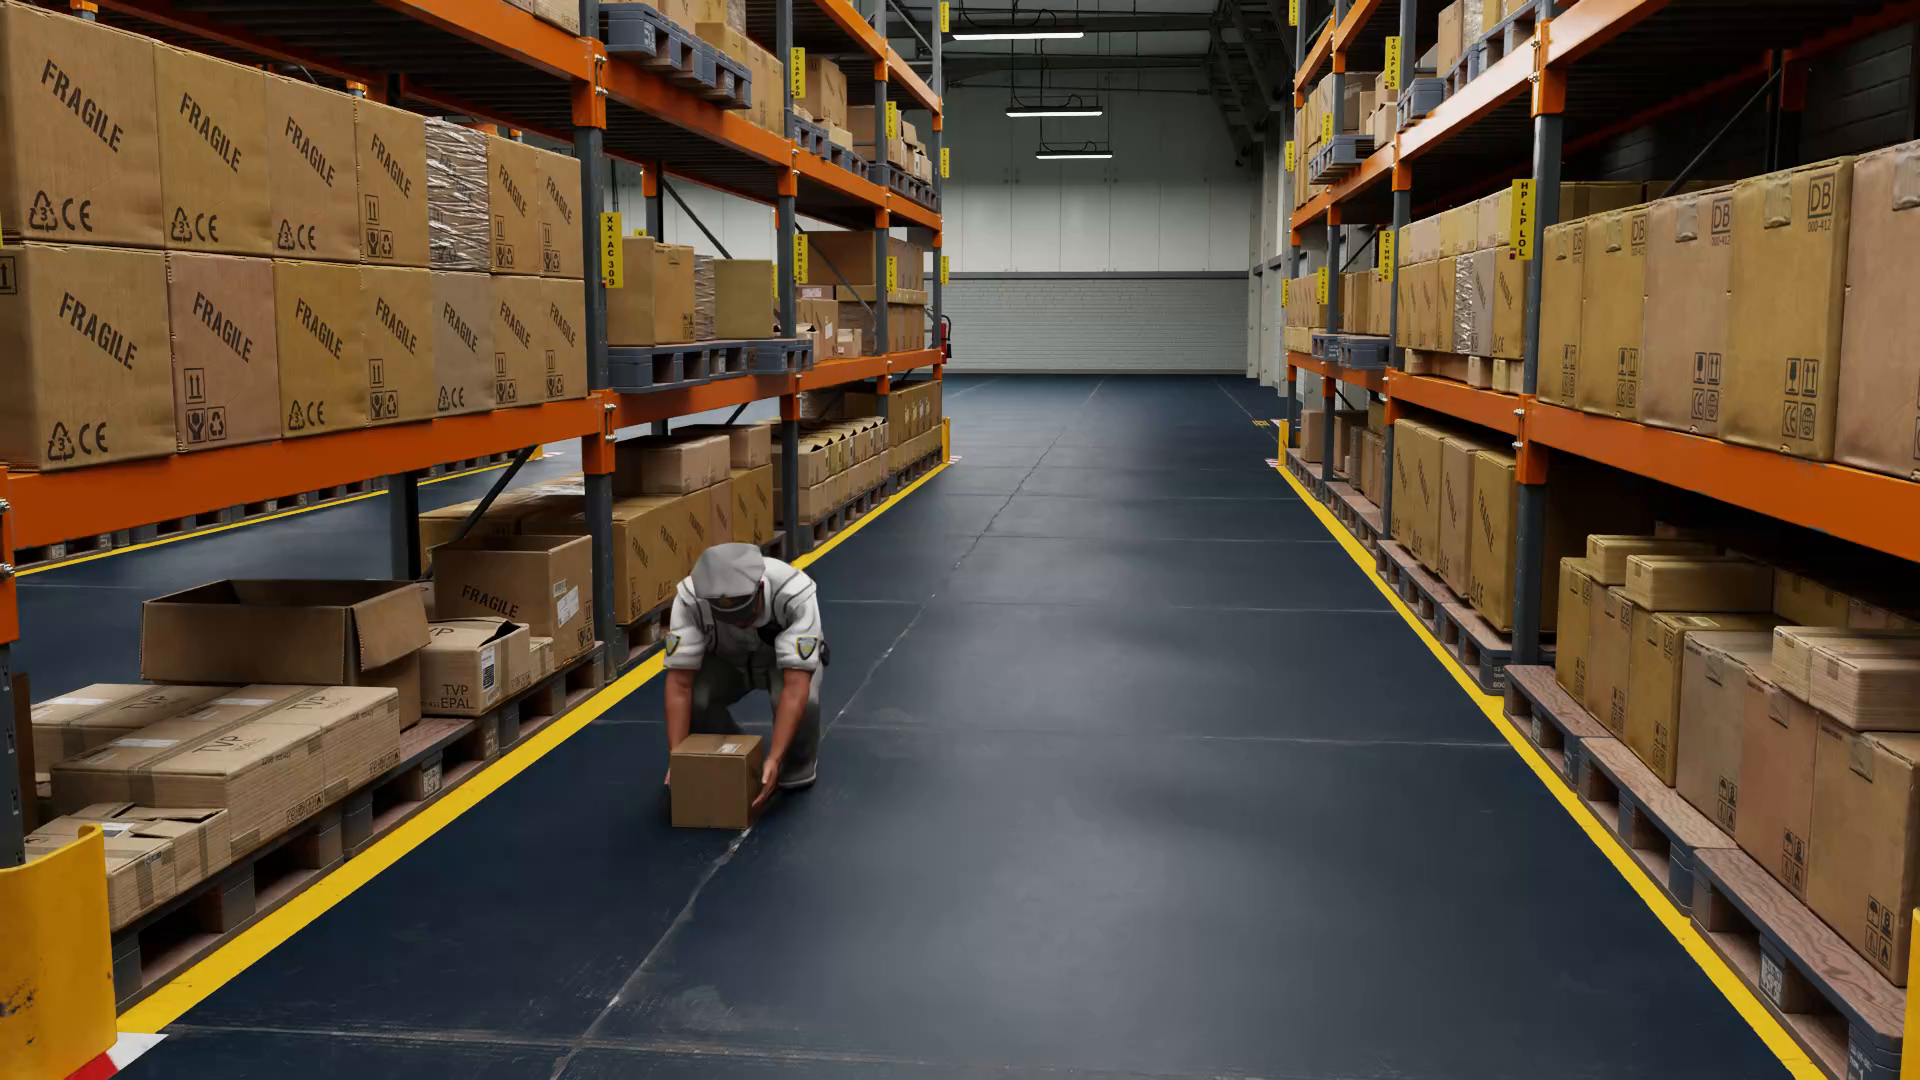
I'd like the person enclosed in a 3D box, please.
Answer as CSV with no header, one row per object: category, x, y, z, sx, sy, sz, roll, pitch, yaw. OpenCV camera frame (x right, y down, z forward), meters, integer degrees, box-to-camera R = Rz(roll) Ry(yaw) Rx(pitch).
person,-0.731,0.424,5.768,0.560,0.920,0.954,1,8,9
